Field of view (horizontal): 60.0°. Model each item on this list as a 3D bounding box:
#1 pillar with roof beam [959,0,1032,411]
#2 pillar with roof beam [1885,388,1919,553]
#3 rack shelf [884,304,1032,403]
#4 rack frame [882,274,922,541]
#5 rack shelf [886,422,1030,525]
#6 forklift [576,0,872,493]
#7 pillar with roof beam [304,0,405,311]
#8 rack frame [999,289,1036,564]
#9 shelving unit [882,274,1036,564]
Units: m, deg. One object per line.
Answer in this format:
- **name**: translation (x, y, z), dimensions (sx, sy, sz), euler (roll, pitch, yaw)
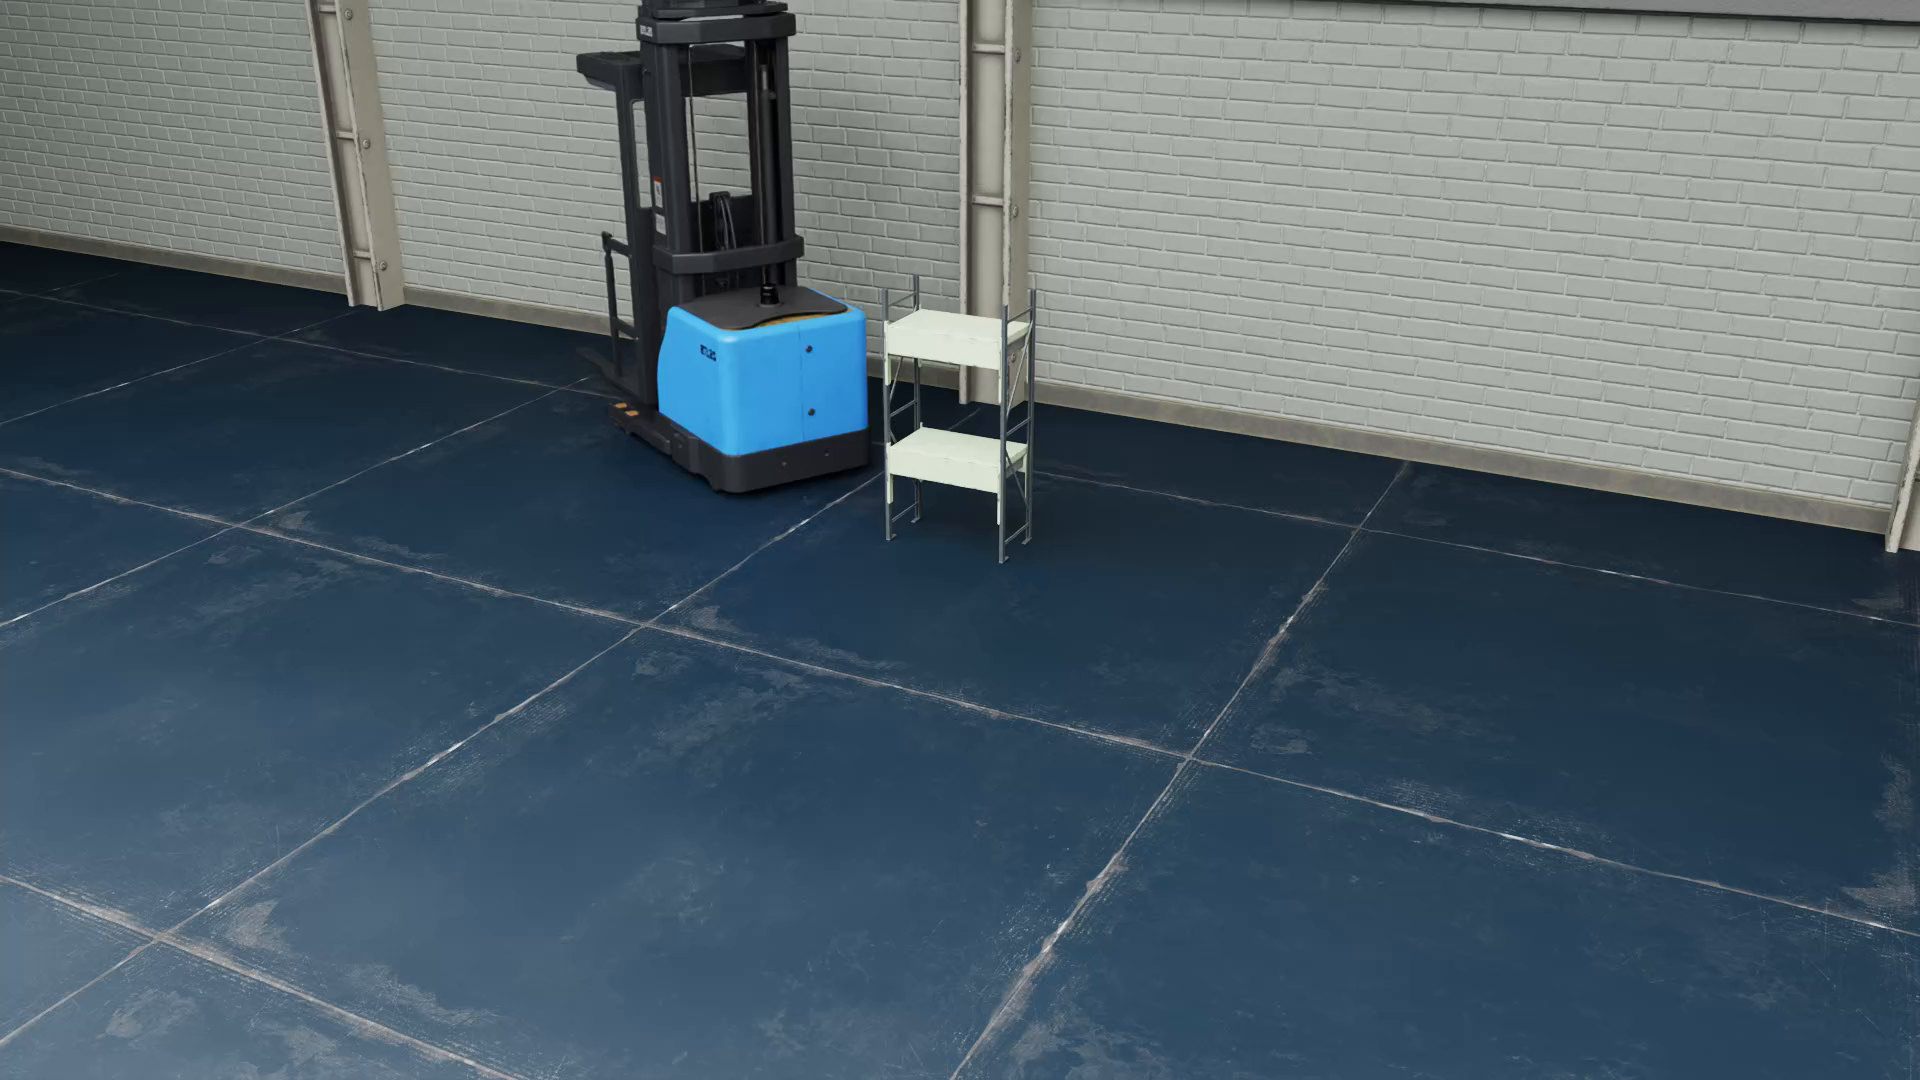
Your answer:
- **pillar with roof beam**: translation (-1.705, -3.652, 6.839), dimensions (0.400, 9.000, 9.100), euler (11, 25, 25)
- **pillar with roof beam**: translation (3.649, -2.593, 4.348), dimensions (0.400, 9.000, 9.100), euler (11, 25, 25)
- **rack shelf**: translation (-0.006, -1.050, 9.306), dimensions (0.720, 0.370, 0.431), euler (11, 25, 25)
- **rack frame**: translation (-0.333, -0.756, 9.611), dimensions (0.023, 1.500, 0.400), euler (11, 25, 25)
- **rack shelf**: translation (-0.006, -0.391, 9.587), dimensions (0.720, 0.370, 0.431), euler (11, 25, 25)
- **forklift**: translation (-1.798, -2.166, 11.097), dimensions (1.130, 2.935, 3.031), euler (-14, 27, -30)
- **pillar with roof beam**: translation (-7.060, -4.712, 9.331), dimensions (0.400, 9.000, 9.100), euler (11, 25, 25)
- **rack frame**: translation (0.321, -0.627, 9.307), dimensions (0.023, 1.500, 0.400), euler (11, 25, 25)
- **shelving unit**: translation (-0.006, -0.691, 9.459), dimensions (0.755, 1.500, 0.431), euler (11, 25, 25)
